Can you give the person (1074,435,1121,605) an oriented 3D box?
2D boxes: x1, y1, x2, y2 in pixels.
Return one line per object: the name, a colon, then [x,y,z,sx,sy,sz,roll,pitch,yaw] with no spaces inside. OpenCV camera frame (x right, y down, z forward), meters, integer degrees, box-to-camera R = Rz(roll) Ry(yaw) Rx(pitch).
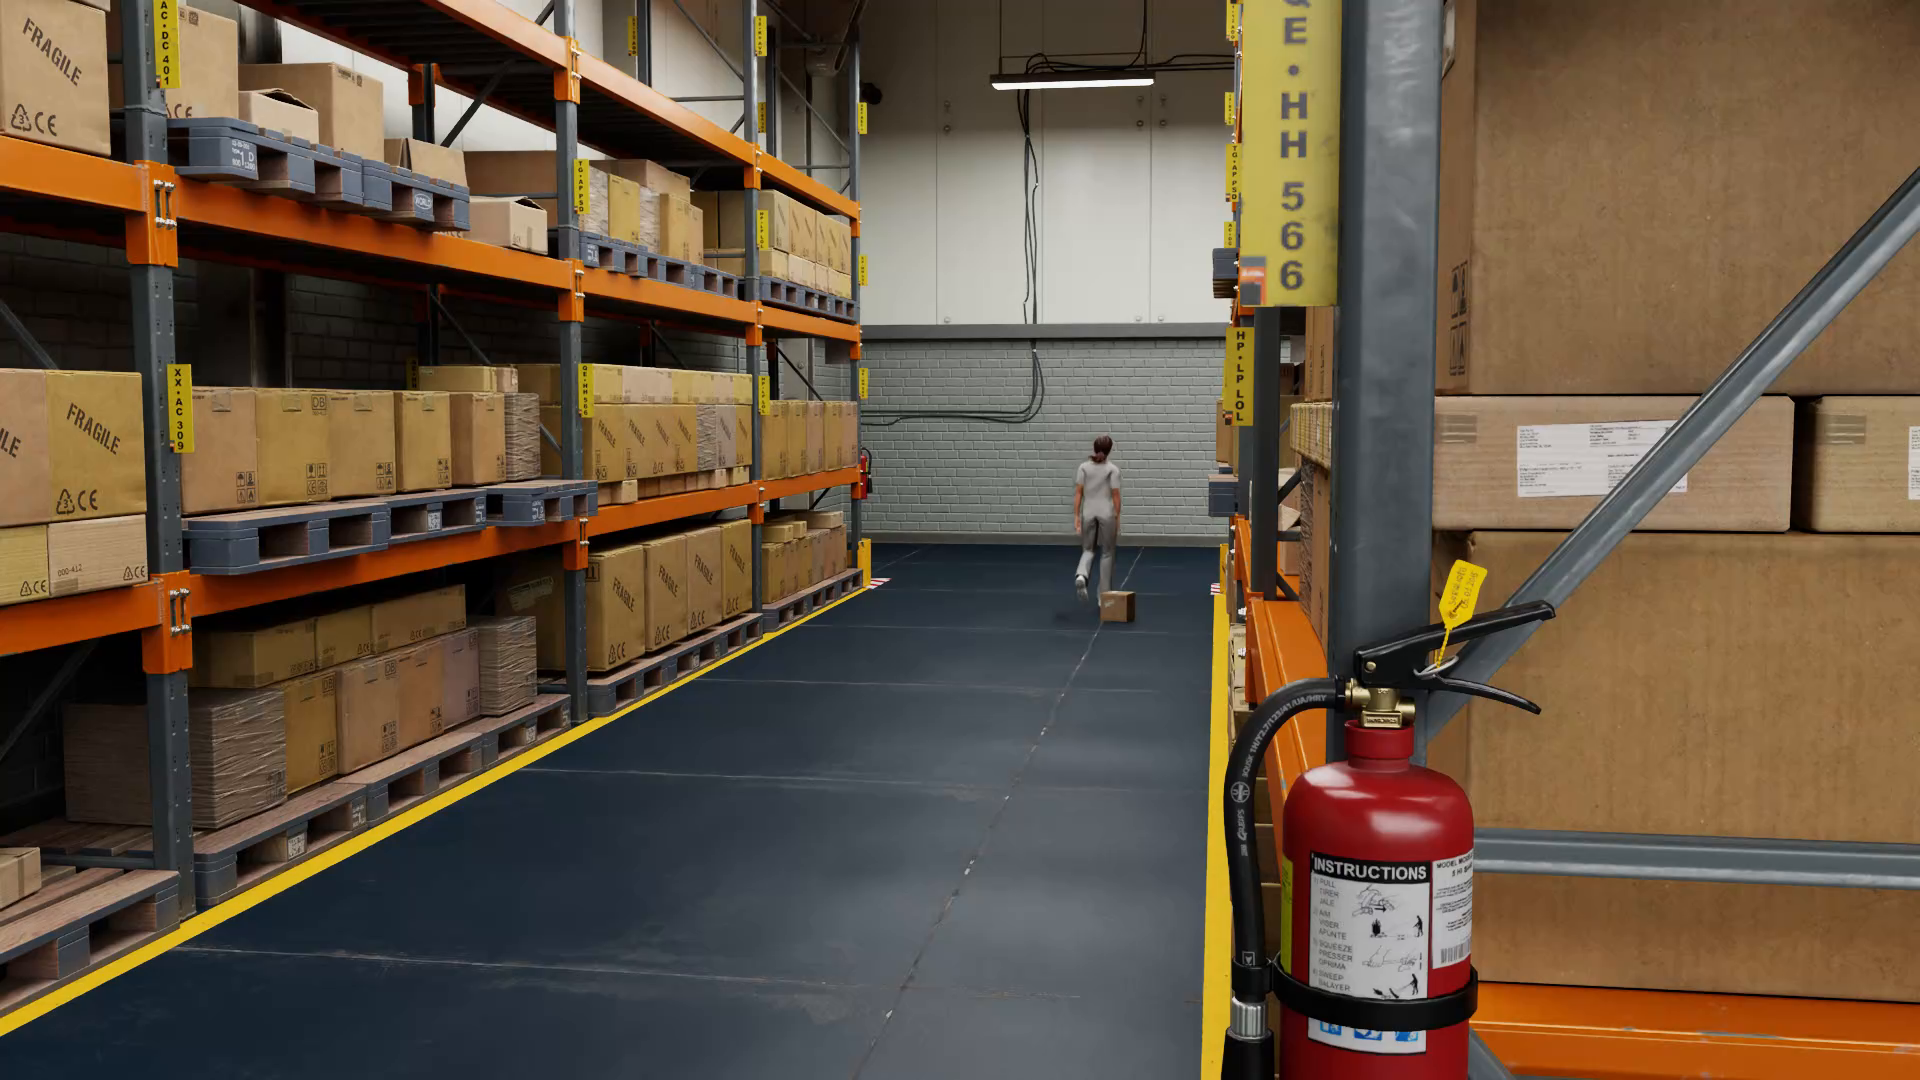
person: [1.318,-0.189,16.074,0.449,1.654,0.557,2,5,22]
